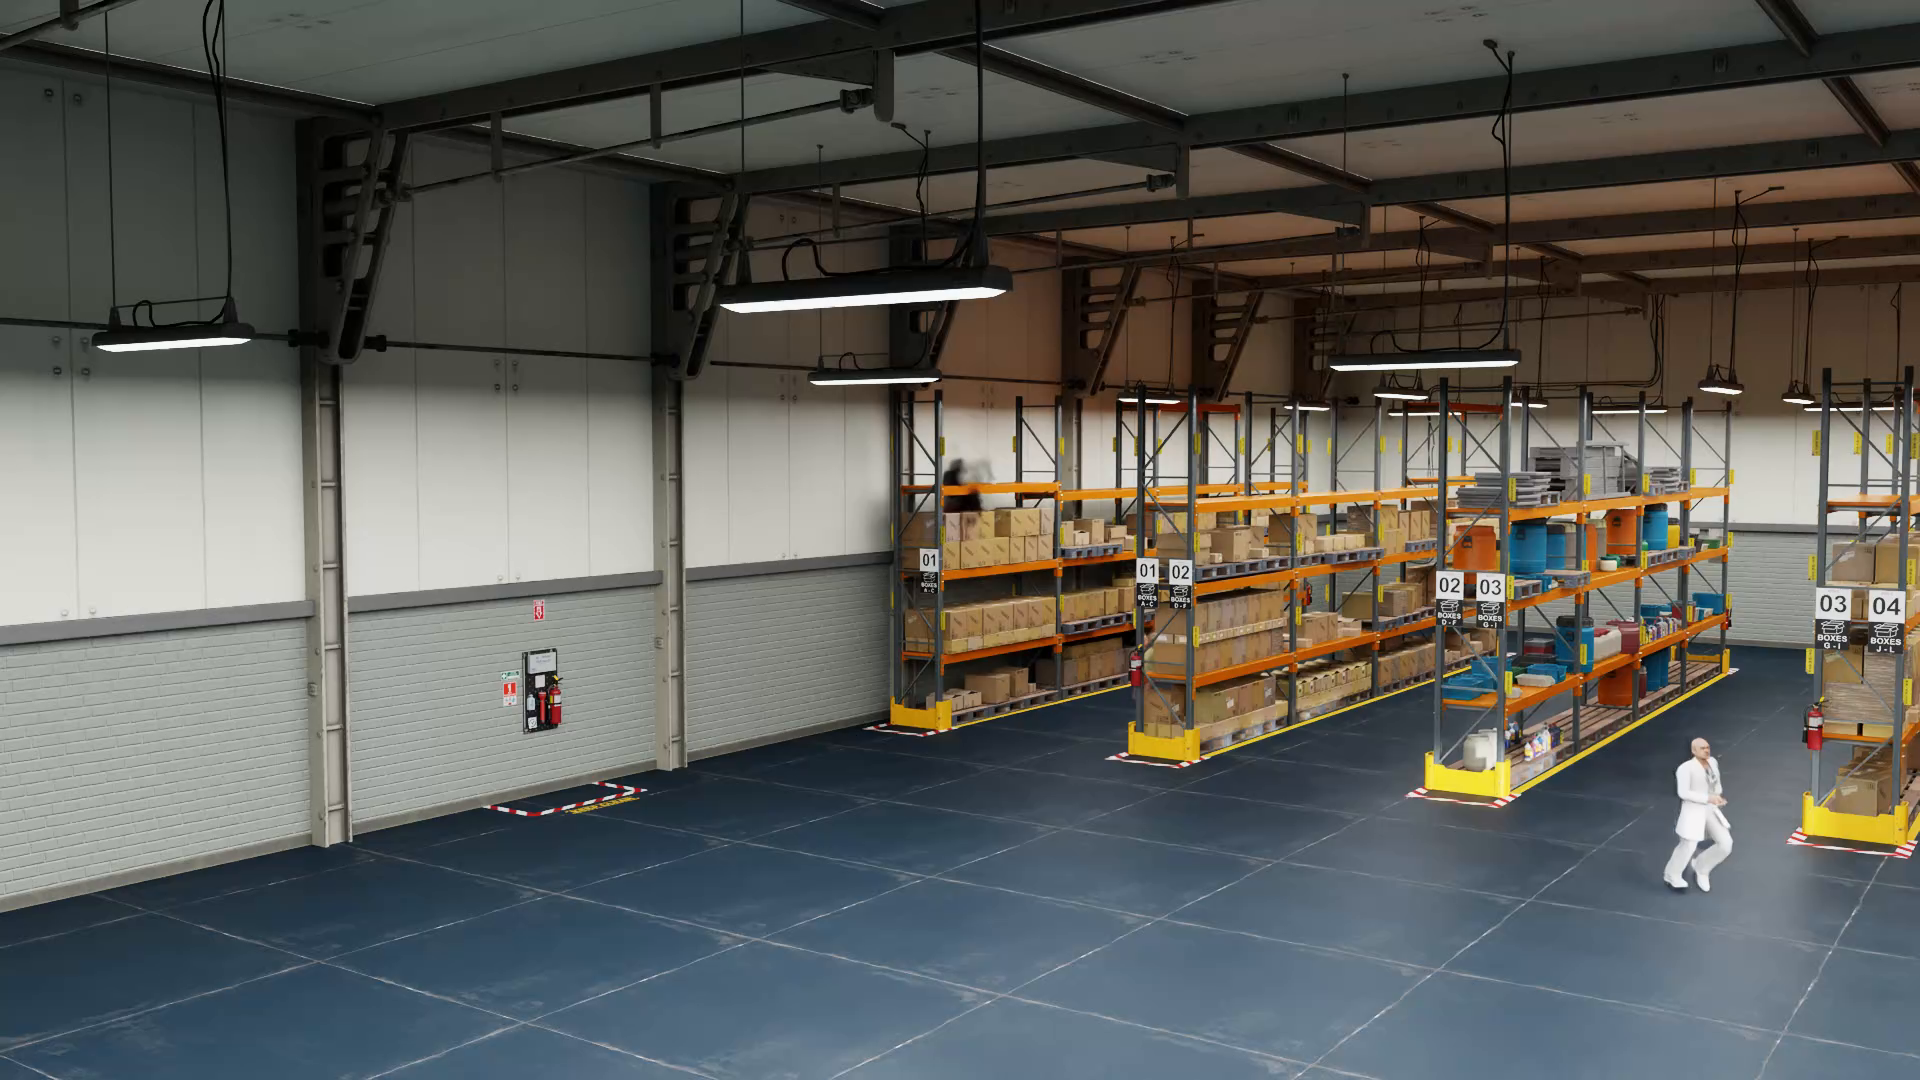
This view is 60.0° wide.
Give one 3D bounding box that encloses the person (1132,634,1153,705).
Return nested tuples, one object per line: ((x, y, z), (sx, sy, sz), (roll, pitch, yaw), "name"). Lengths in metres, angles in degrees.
((3.338, 2.500, 29.986), (0.566, 1.624, 0.546), (1, 3, 23), "person")

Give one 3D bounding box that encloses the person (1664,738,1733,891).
((8.279, 3.065, 18.557), (0.724, 1.734, 0.900), (-1, 3, -15), "person")
